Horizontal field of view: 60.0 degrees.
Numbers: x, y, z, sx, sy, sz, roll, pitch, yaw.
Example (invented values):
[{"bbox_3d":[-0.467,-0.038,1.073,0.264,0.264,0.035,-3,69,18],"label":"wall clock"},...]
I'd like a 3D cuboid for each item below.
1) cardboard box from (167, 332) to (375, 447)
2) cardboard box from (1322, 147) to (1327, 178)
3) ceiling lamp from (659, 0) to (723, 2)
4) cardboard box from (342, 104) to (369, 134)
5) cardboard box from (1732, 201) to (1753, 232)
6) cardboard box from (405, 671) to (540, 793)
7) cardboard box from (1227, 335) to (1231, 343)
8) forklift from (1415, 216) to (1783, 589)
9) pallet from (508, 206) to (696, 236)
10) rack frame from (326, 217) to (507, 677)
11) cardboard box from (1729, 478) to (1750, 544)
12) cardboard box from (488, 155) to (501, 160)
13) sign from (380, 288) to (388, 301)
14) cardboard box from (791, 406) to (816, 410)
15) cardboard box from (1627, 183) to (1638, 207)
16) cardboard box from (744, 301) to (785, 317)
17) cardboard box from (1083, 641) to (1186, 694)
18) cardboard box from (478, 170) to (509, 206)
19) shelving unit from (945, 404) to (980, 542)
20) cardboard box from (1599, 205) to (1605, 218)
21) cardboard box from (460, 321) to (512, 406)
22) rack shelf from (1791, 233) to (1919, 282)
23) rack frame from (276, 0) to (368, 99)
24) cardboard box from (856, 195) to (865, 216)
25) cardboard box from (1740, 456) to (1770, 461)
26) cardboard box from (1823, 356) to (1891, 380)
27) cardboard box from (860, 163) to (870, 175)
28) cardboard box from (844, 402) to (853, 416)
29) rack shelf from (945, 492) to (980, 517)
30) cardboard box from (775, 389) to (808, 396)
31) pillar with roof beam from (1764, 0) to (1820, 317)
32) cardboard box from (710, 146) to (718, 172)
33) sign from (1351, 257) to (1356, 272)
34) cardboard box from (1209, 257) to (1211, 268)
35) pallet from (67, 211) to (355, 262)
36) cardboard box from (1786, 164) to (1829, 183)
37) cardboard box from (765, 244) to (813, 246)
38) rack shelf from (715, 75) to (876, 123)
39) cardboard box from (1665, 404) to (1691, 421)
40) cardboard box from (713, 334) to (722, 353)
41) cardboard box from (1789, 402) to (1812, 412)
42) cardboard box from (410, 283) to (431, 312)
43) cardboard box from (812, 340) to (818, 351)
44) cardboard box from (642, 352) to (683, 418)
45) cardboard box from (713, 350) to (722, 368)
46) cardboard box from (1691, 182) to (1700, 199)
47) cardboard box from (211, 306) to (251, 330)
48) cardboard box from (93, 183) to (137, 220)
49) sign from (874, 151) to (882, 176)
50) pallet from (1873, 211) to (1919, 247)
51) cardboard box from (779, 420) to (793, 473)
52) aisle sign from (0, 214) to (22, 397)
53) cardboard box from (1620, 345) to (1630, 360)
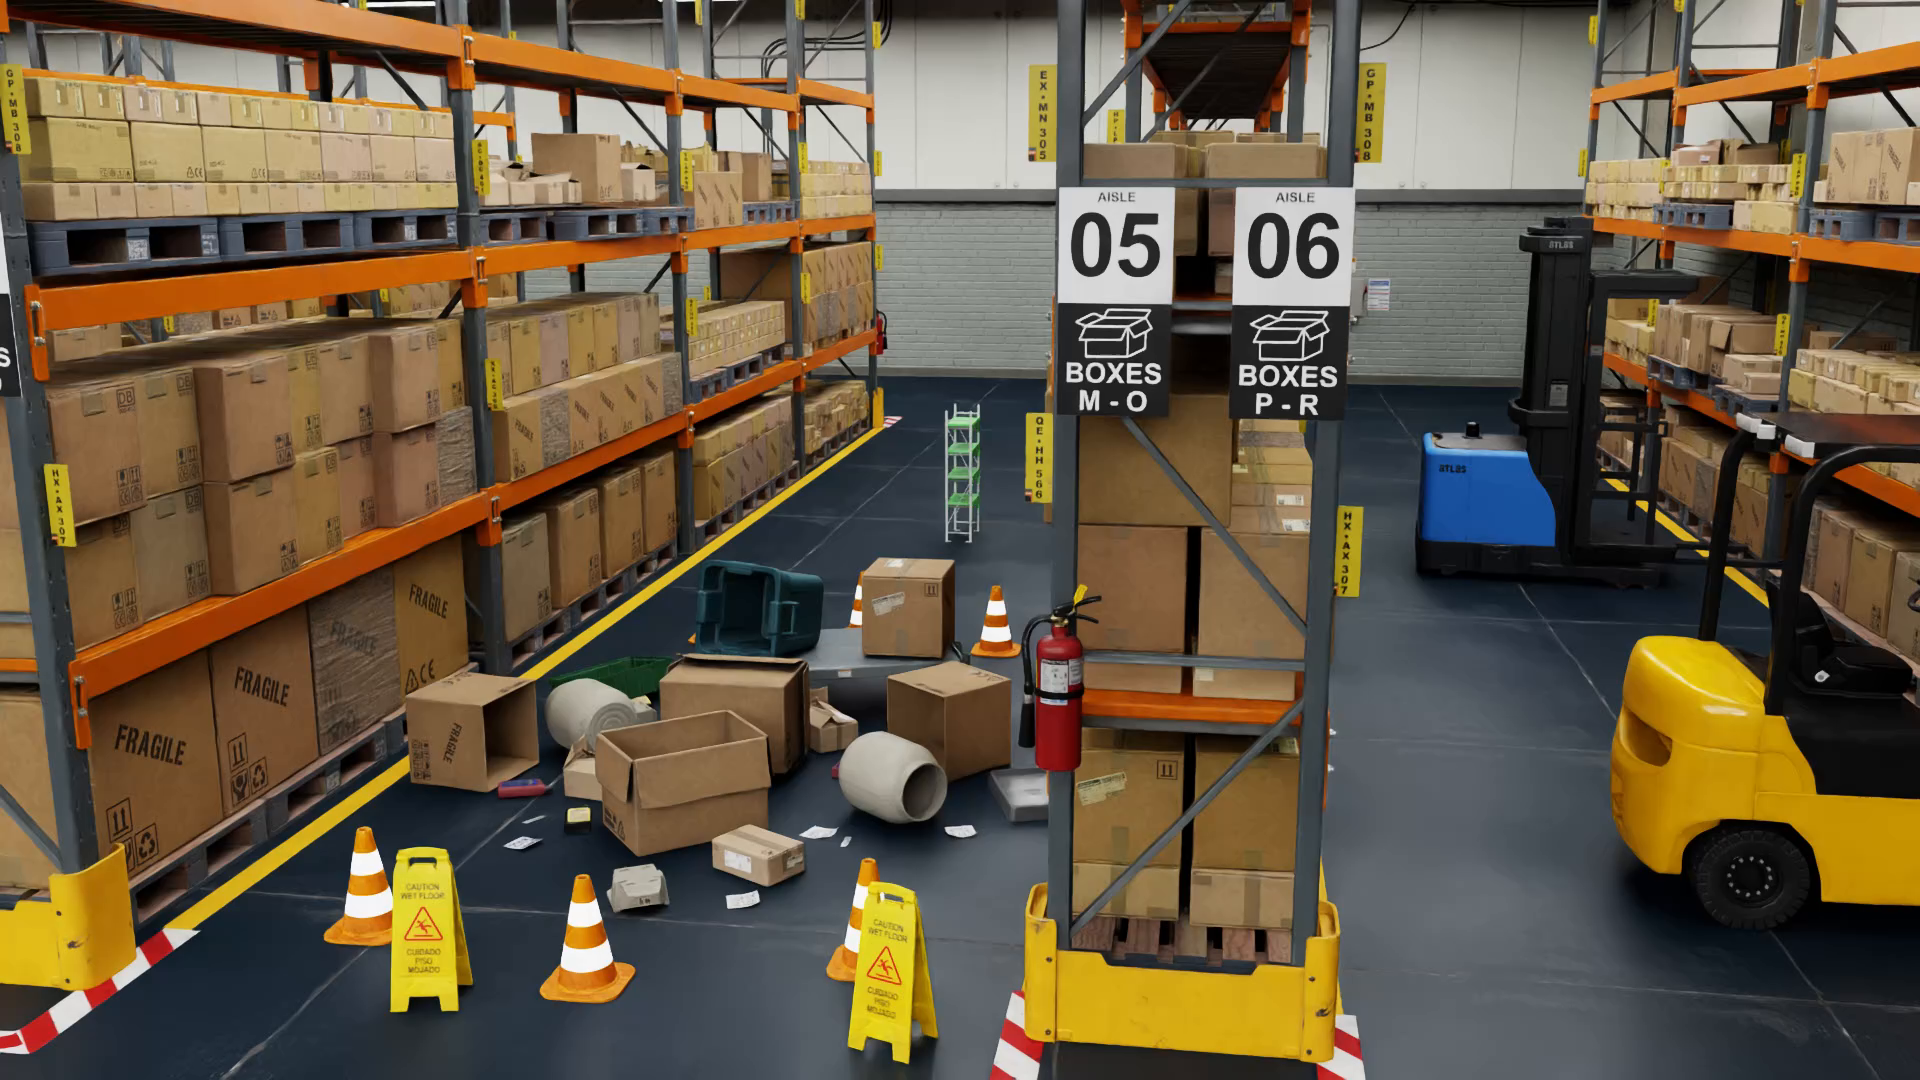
[{"bbox_3d":[-3.738,-0.825,9.038,0.875,0.550,0.550,2,12,9],"label":"cardboard box"},{"bbox_3d":[1.323,-1.507,6.707,0.380,0.149,0.250,2,12,8],"label":"cardboard box"},{"bbox_3d":[-3.542,-7.984,24.543,1.941,0.041,0.237,2,12,9],"label":"ceiling lamp"},{"bbox_3d":[-3.355,-2.216,8.760,0.380,0.149,0.250,2,12,9],"label":"cardboard box"},{"bbox_3d":[6.960,-2.775,14.244,0.500,0.250,0.500,2,12,9],"label":"cardboard box"},{"bbox_3d":[-2.684,1.052,9.178,0.500,0.500,0.500,4,13,18],"label":"cardboard box"},{"bbox_3d":[1.166,-0.985,9.383,0.700,0.500,0.500,2,12,8],"label":"cardboard box"},{"bbox_3d":[5.397,-1.159,13.668,3.031,2.935,1.130,3,12,13],"label":"forklift"},{"bbox_3d":[-2.890,-2.597,13.506,1.213,0.211,1.003,2,12,11],"label":"pallet"},{"bbox_3d":[-3.459,-0.526,10.569,1.000,3.000,0.127,2,12,9],"label":"rack frame"},{"bbox_3d":[6.908,-0.241,14.185,0.500,0.500,0.500,2,12,8],"label":"cardboard box"},{"bbox_3d":[-6.526,-4.865,22.112,0.700,0.500,0.500,1,12,5],"label":"cardboard box"},{"bbox_3d":[-6.576,-2.884,18.954,0.100,0.325,0.005,2,12,9],"label":"sign"},{"bbox_3d":[-1.880,-1.468,19.300,0.380,0.149,0.250,2,12,8],"label":"cardboard box"},{"bbox_3d":[7.570,-3.753,18.076,0.500,0.250,0.500,2,12,10],"label":"cardboard box"},{"bbox_3d":[-2.097,-2.474,17.799,0.380,0.149,0.250,2,12,11],"label":"cardboard box"},{"bbox_3d":[0.679,0.484,6.478,0.380,0.149,0.250,2,12,11],"label":"cardboard box"},{"bbox_3d":[-3.119,-2.298,10.758,0.258,0.266,0.396,2,12,8],"label":"cardboard box"},{"bbox_3d":[0.025,-0.621,15.283,0.258,1.200,0.503,2,12,9],"label":"shelving unit"},{"bbox_3d":[7.709,-3.852,19.480,0.380,0.149,0.250,2,12,10],"label":"cardboard box"},{"bbox_3d":[-3.388,-1.167,10.933,0.700,0.500,0.500,2,12,8],"label":"cardboard box"},{"bbox_3d":[6.660,-1.757,10.871,1.077,0.370,4.000,2,12,9],"label":"rack shelf"},{"bbox_3d":[-7.114,-5.305,18.507,1.000,3.000,0.127,2,12,9],"label":"rack frame"},{"bbox_3d":[-1.493,-4.207,20.887,0.500,0.250,0.500,2,12,9],"label":"cardboard box"},{"bbox_3d":[6.975,-0.635,14.473,0.380,0.149,0.250,2,12,10],"label":"cardboard box"},{"bbox_3d":[6.574,-1.258,12.191,0.380,0.149,0.250,2,12,10],"label":"cardboard box"},{"bbox_3d":[-1.374,-4.777,21.400,0.380,0.149,0.250,2,12,8],"label":"cardboard box"},{"bbox_3d":[-1.558,-1.645,20.828,0.380,0.149,0.250,2,12,9],"label":"cardboard box"},{"bbox_3d":[0.025,-0.324,15.348,0.258,0.148,0.480,2,12,9],"label":"rack shelf"},{"bbox_3d":[-2.127,-1.807,20.871,0.380,0.149,0.250,2,12,11],"label":"cardboard box"},{"bbox_3d":[4.327,-5.079,17.459,9.100,9.000,0.400,2,12,9],"label":"pillar with roof beam"},{"bbox_3d":[-2.430,-3.485,15.125,0.396,0.266,0.258,2,12,9],"label":"cardboard box"},{"bbox_3d":[6.168,-4.409,26.628,0.339,0.242,0.001,2,12,9],"label":"sign"},{"bbox_3d":[1.405,-1.389,8.052,0.380,0.149,0.250,2,12,10],"label":"cardboard box"},{"bbox_3d":[-3.785,-1.525,8.298,1.003,0.211,1.213,2,12,9],"label":"pallet"},{"bbox_3d":[6.729,-2.873,13.046,0.380,0.149,0.250,2,12,10],"label":"cardboard box"},{"bbox_3d":[-2.118,-3.409,20.631,0.500,0.500,0.500,2,12,7],"label":"cardboard box"},{"bbox_3d":[-1.921,-5.187,19.672,1.077,0.370,4.000,2,12,9],"label":"rack shelf"},{"bbox_3d":[7.325,-1.269,16.711,0.380,0.149,0.250,2,12,8],"label":"cardboard box"},{"bbox_3d":[-2.455,-1.845,15.584,0.380,0.149,0.250,2,12,9],"label":"cardboard box"},{"bbox_3d":[6.658,-0.901,12.667,0.500,0.250,0.500,2,12,9],"label":"cardboard box"},{"bbox_3d":[-6.704,-3.005,19.944,0.500,0.500,0.500,2,12,9],"label":"cardboard box"},{"bbox_3d":[-1.859,-2.286,19.335,0.380,0.149,0.250,1,12,6],"label":"cardboard box"},{"bbox_3d":[-2.648,-1.305,13.946,0.500,0.500,0.500,2,12,9],"label":"cardboard box"},{"bbox_3d":[-2.453,-1.696,15.597,0.380,0.149,0.250,2,12,11],"label":"cardboard box"},{"bbox_3d":[6.989,-3.227,15.347,0.380,0.149,0.250,2,12,8],"label":"cardboard box"},{"bbox_3d":[-7.498,-2.366,16.492,0.797,0.503,0.637,2,12,10],"label":"cardboard box"},{"bbox_3d":[-3.666,-1.405,6.890,0.380,0.149,0.250,2,12,9],"label":"cardboard box"},{"bbox_3d":[-1.068,-4.901,21.648,0.100,0.325,0.005,2,12,9],"label":"sign"},{"bbox_3d":[6.783,-2.056,10.997,1.003,0.211,1.213,2,12,11],"label":"pallet"},{"bbox_3d":[-2.094,-1.012,17.762,0.500,0.500,0.500,2,12,8],"label":"cardboard box"},{"bbox_3d":[-3.789,-0.939,6.318,0.394,0.787,0.004,2,12,9],"label":"aisle sign"},{"bbox_3d":[7.496,-2.061,18.289,0.380,0.149,0.250,2,12,8],"label":"cardboard box"}]
